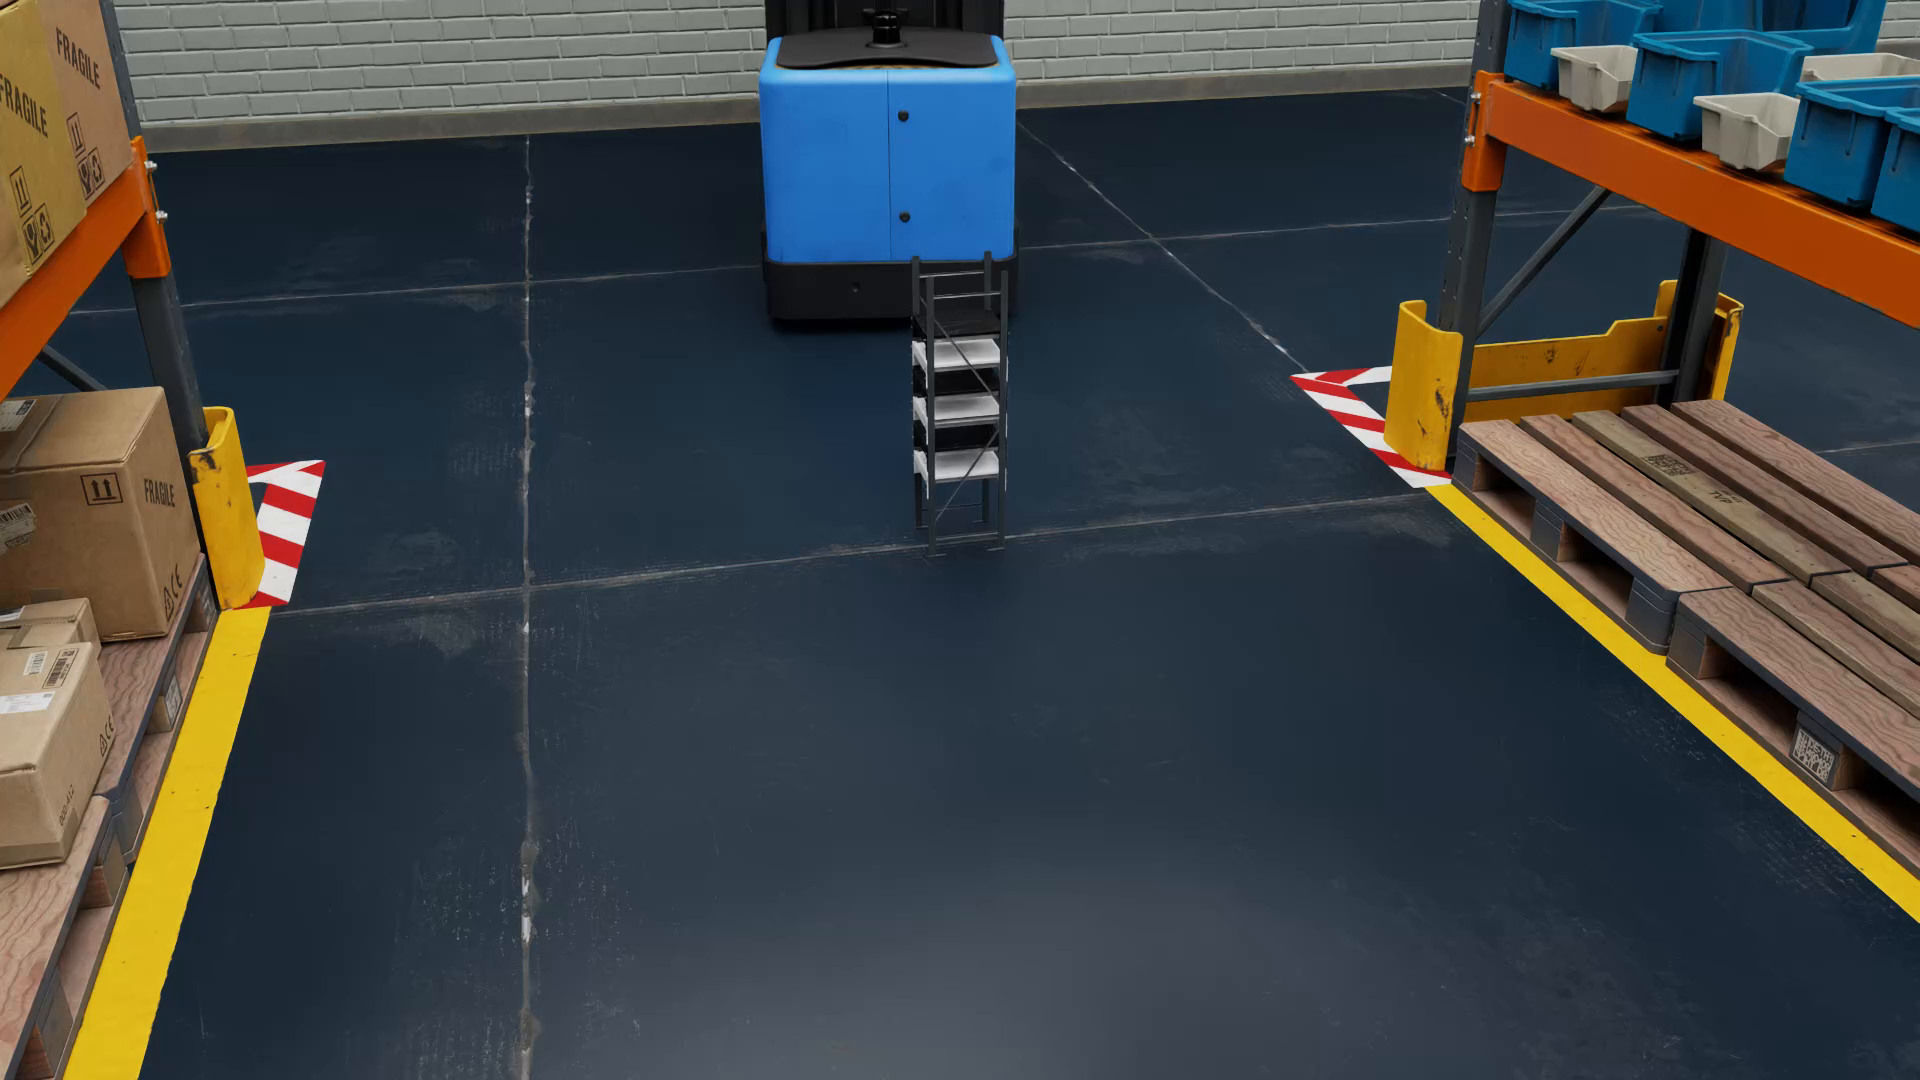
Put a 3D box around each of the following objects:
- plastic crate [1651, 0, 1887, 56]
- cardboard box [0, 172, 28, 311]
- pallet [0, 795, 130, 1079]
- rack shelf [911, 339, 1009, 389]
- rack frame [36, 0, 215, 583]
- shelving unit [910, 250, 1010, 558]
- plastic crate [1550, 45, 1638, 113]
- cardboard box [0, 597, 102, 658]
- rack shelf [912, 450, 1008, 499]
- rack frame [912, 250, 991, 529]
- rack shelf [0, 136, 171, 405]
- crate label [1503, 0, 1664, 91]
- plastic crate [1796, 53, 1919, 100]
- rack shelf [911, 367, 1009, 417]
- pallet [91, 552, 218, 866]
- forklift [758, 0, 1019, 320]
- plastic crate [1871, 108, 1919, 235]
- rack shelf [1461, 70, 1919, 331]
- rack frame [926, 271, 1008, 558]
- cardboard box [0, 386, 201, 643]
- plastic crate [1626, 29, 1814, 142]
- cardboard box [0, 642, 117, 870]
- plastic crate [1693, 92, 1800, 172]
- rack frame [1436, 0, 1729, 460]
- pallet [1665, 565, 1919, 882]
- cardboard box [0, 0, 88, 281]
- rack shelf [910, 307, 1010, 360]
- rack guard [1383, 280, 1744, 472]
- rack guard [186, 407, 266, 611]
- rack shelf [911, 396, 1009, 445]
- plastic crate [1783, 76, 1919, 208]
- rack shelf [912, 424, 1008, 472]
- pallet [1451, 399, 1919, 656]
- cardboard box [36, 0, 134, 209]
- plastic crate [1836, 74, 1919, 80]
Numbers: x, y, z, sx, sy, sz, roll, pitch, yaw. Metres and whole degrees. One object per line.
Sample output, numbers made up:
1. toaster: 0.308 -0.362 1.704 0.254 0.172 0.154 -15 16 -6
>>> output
1. plastic crate: 2.389 -1.608 5.002 0.616 0.435 0.499 -6 27 -12
2. cardboard box: -2.102 -0.621 3.041 0.500 0.500 0.500 -6 27 -11
3. pallet: -2.226 0.970 3.094 1.003 0.211 1.213 -6 27 -12
4. rack shelf: -0.002 -0.536 4.988 0.258 0.077 0.200 -6 27 -12
5. rack frame: -2.695 -1.192 4.283 1.000 3.000 0.127 -6 27 -12
6. shelving unit: -0.002 -0.405 5.054 0.258 0.900 0.210 -6 27 -12
7. plastic crate: 1.858 -1.312 4.746 0.250 0.136 0.298 -6 27 -12
8. cardboard box: -2.329 0.277 4.029 0.380 0.166 0.250 -6 27 -12
9. rack shelf: -0.002 -0.215 5.150 0.258 0.077 0.200 -6 27 -12
10. rack frame: -0.025 -0.450 5.143 0.240 0.900 0.006 -6 27 -12
11. rack shelf: -2.245 0.007 2.706 1.077 0.370 4.000 -6 27 -12
12. crate label: 1.866 -1.504 5.020 0.416 0.233 0.303 -6 27 -12
13. plastic crate: 2.492 -1.263 4.650 0.396 0.136 0.243 -6 27 -12
14. rack shelf: -0.002 -0.456 5.029 0.258 0.077 0.200 -6 27 -12
15. pallet: -2.498 0.436 4.153 1.003 0.211 1.213 -6 27 -12
16. forklift: -0.355 -2.849 7.642 1.130 2.935 3.031 -1 27 -3
17. plastic crate: 2.231 -0.794 3.614 0.416 0.233 0.300 -6 27 -12
18. rack shelf: 2.582 -0.495 3.699 1.077 0.370 4.000 -6 27 -12
19. rack frame: 0.021 -0.361 4.966 0.240 0.900 0.006 -6 27 -12
20. cardboard box: -2.333 -0.059 4.324 0.500 0.500 0.500 -6 27 -12
21. plastic crate: 2.015 -1.215 4.447 0.416 0.233 0.300 -6 27 -12
22. cardboard box: -2.148 0.472 3.548 0.500 0.250 0.500 -6 27 -12
23. plastic crate: 2.011 -1.014 4.156 0.250 0.136 0.298 -6 27 -12
24. rack frame: 2.132 -1.694 5.277 1.000 3.000 0.127 -6 27 -12
25. pallet: 2.551 0.452 4.121 1.003 0.211 1.213 -6 27 -12
26. cardboard box: -2.209 -0.841 3.476 0.500 0.500 0.500 -6 27 -11
27. rack shelf: -0.002 -0.617 4.948 0.258 0.077 0.200 -6 27 -12
28. rack guard: 2.113 -0.587 5.858 1.175 0.500 0.348 -6 27 -12
29. rack guard: -2.678 -0.043 4.781 1.175 0.500 0.348 -6 27 -12
30. rack shelf: -0.002 -0.376 5.069 0.258 0.077 0.200 -6 27 -12
31. plastic crate: 2.163 -0.926 3.875 0.416 0.233 0.300 -6 27 -12
32. rack shelf: -0.002 -0.295 5.110 0.258 0.077 0.200 -6 27 -12
33. pallet: 2.280 -0.083 5.180 1.003 0.211 1.213 -6 27 -12
34. cardboard box: -2.329 -1.068 3.926 0.500 0.500 0.500 -5 27 -10
35. plastic crate: 2.543 -1.134 4.395 0.396 0.136 0.243 -6 27 -12
